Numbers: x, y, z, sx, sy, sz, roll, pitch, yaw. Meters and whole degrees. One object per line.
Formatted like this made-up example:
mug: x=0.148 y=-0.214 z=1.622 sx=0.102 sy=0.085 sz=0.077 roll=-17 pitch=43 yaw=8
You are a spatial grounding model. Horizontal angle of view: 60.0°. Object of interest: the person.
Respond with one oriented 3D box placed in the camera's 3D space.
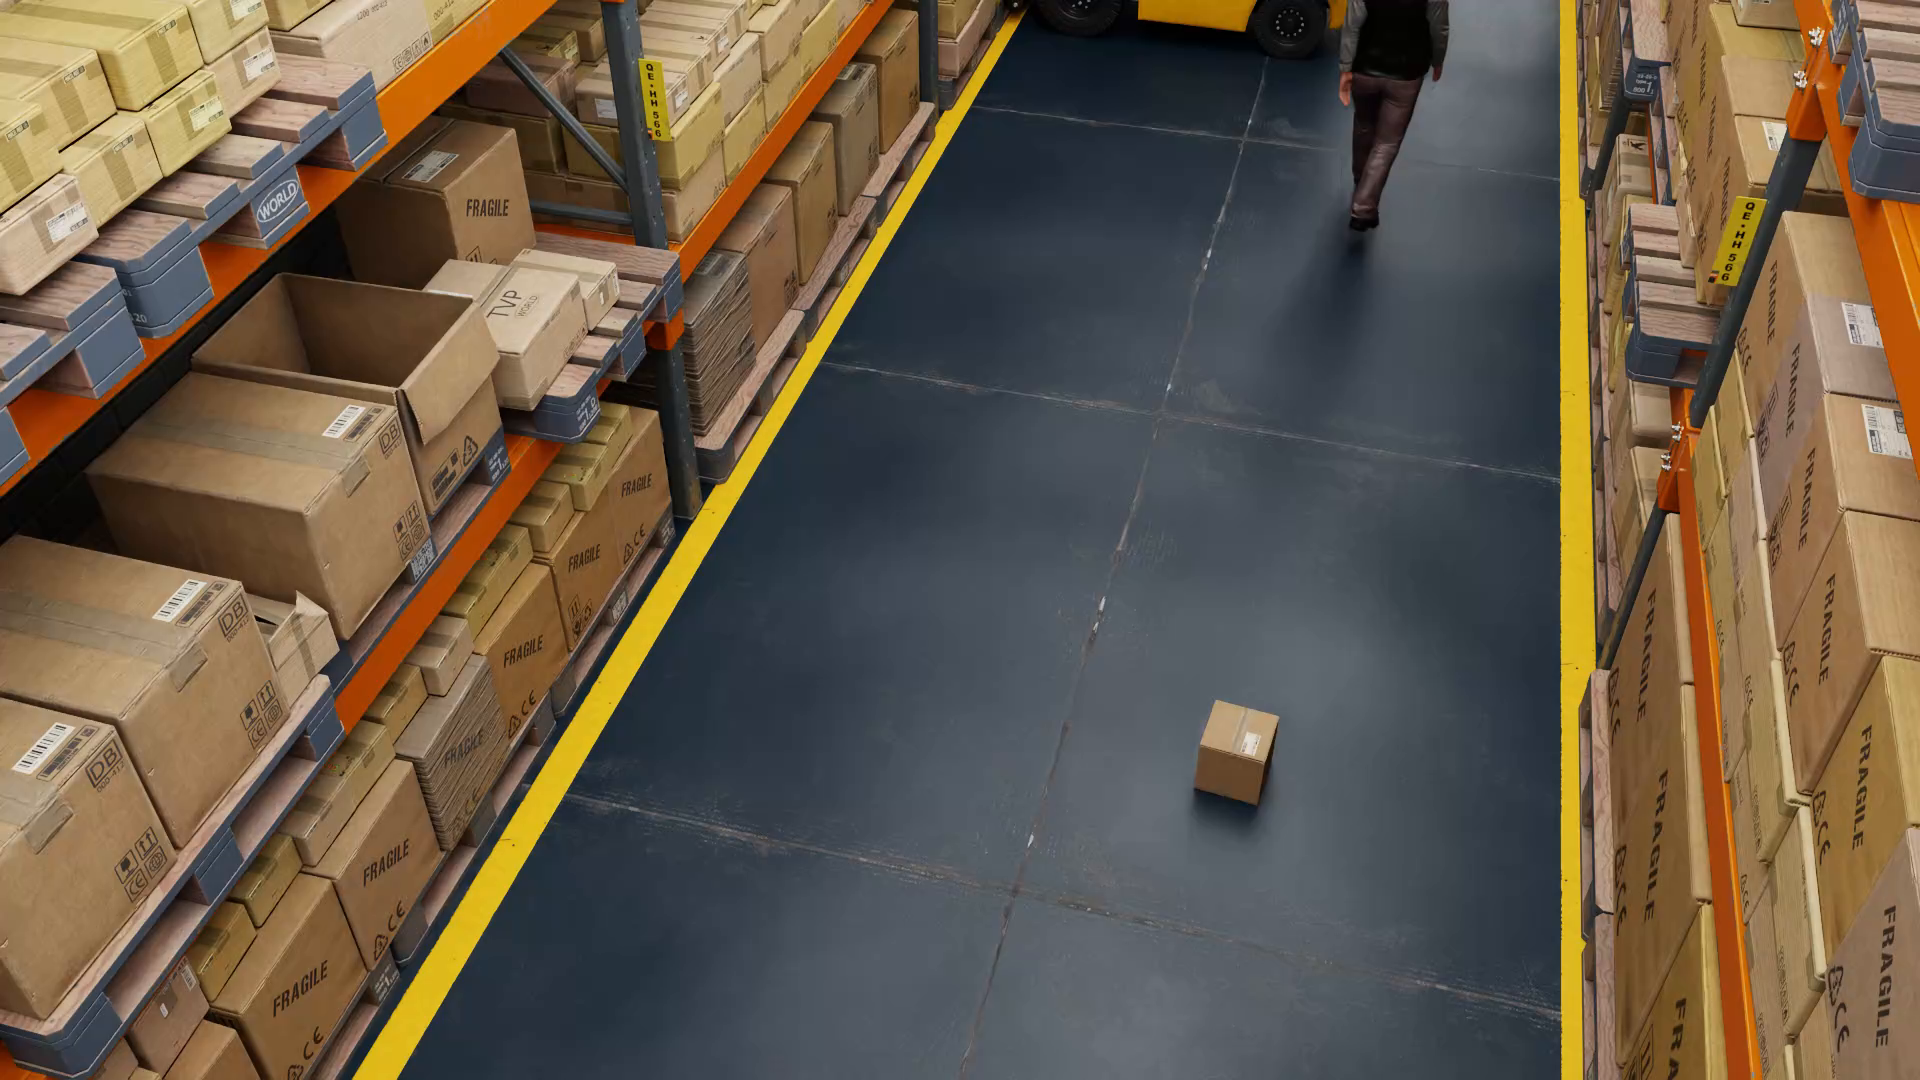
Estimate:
person: x=2.377 y=-2.595 z=9.191 sx=0.551 sy=1.685 sz=0.993 roll=17 pitch=43 yaw=18
